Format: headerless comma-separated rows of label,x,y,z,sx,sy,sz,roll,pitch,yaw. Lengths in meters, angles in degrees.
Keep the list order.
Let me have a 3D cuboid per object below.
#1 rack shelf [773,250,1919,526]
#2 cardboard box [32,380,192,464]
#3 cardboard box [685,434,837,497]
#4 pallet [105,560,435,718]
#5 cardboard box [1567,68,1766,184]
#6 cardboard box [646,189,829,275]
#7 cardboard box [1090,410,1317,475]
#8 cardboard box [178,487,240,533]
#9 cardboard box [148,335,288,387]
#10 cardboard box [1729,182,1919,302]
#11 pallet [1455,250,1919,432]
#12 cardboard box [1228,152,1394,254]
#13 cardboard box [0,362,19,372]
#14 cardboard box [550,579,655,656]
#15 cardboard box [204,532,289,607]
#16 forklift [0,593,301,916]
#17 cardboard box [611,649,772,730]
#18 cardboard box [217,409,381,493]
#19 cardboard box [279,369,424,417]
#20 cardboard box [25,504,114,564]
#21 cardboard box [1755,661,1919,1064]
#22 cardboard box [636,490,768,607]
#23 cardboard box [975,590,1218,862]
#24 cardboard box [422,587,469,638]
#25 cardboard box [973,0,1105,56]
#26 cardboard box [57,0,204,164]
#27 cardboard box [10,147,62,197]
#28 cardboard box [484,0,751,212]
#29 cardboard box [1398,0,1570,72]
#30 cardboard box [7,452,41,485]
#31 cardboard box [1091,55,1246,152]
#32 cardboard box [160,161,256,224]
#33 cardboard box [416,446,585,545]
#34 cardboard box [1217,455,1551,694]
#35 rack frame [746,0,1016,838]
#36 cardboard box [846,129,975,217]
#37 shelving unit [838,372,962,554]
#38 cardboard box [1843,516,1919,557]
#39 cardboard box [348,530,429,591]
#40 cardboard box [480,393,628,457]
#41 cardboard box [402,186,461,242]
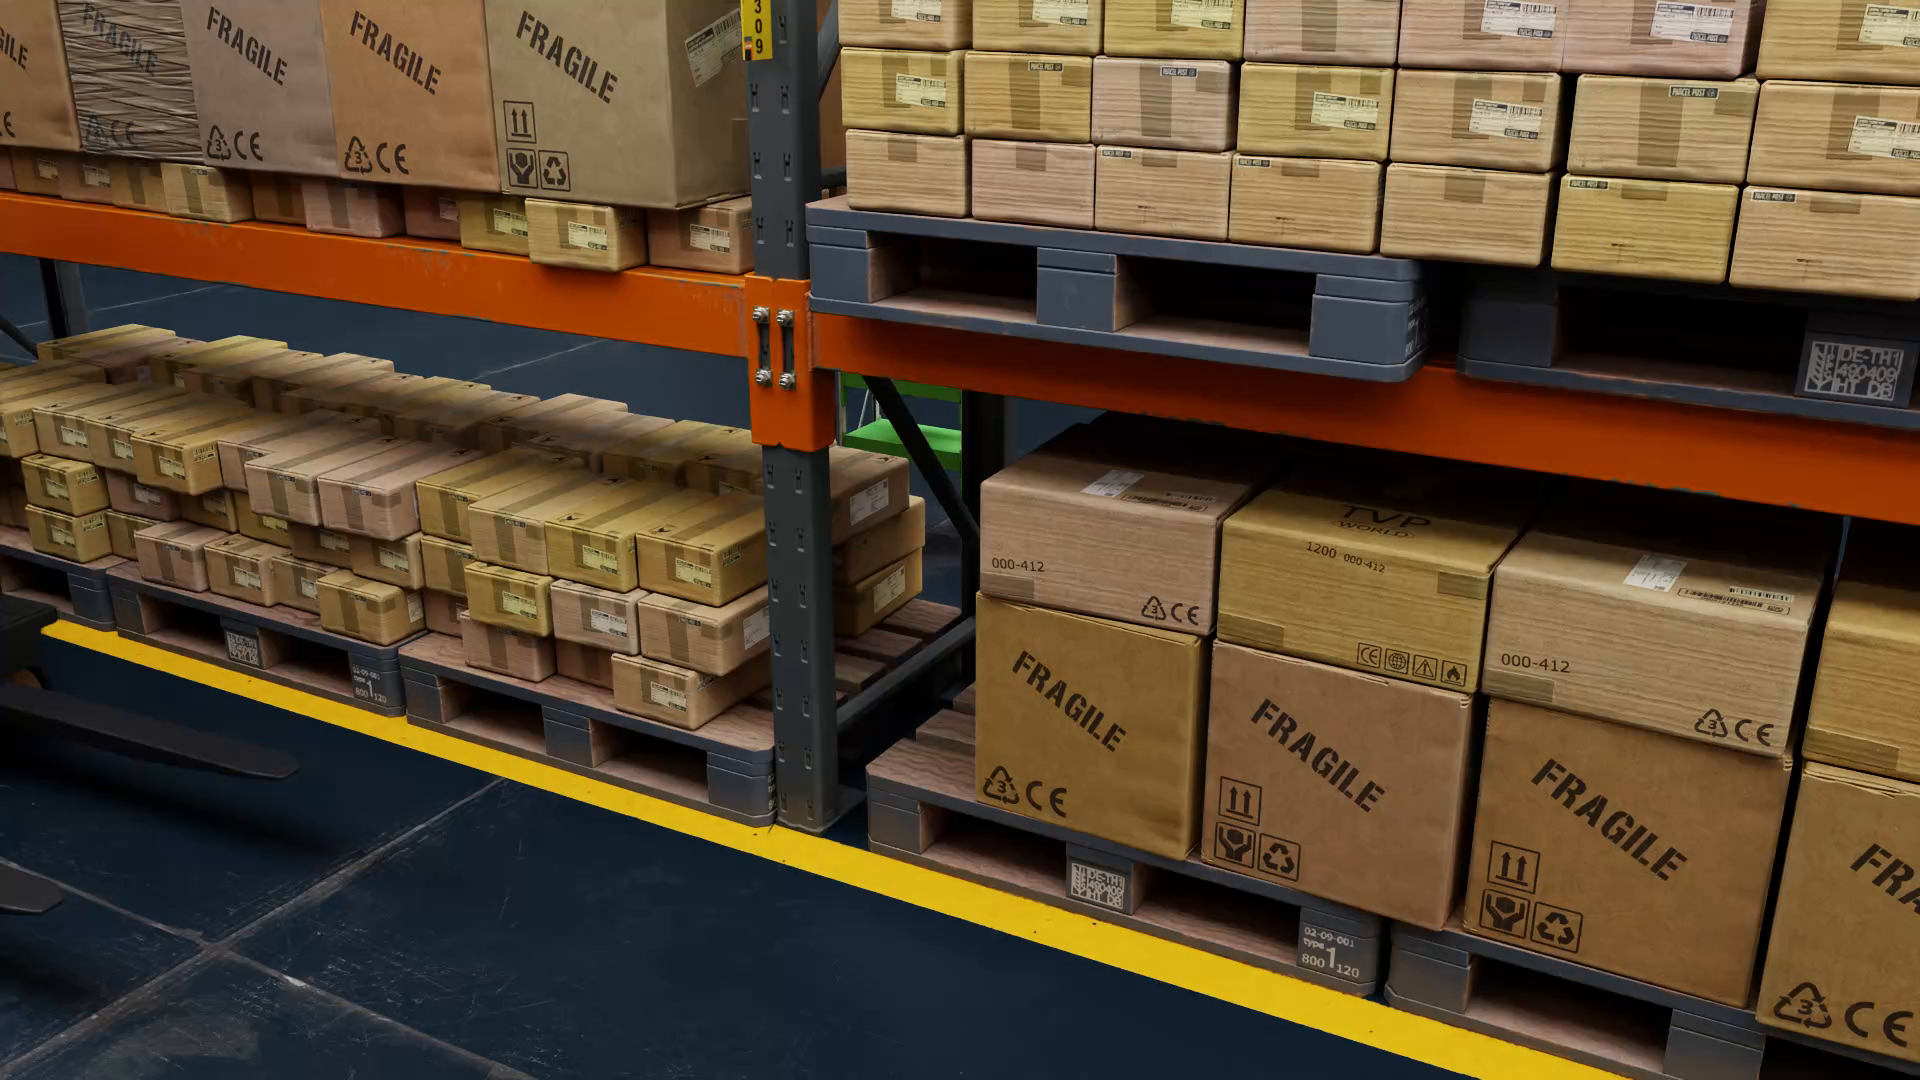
rack shelf,1.604,-0.195,3.059,4.000,0.370,1.077,11,23,27
cardboard box,-2.629,-0.373,5.187,0.250,0.149,0.380,10,22,25
cardboard box,-0.554,-0.185,4.669,0.250,0.149,0.380,12,23,30
pallet,-1.815,0.141,5.166,1.213,0.211,1.003,11,23,27
cardboard box,1.125,-0.666,2.618,0.250,0.149,0.380,10,22,26
cardboard box,-0.506,-0.725,3.834,0.250,0.149,0.380,11,22,27
cardboard box,0.631,-0.192,3.946,0.500,0.250,0.500,10,22,26
cardboard box,-2.128,-0.164,5.047,0.250,0.149,0.380,12,23,30
cardboard box,-2.569,-0.591,5.788,0.250,0.149,0.380,10,22,26
cardboard box,1.338,-0.484,2.554,0.250,0.149,0.380,10,22,25
pallet,1.602,-0.427,2.926,1.213,0.211,1.003,11,23,27
cardboard box,0.657,-0.613,2.910,0.250,0.149,0.380,11,23,28
cardboard box,-3.343,-0.480,5.481,0.250,0.149,0.380,10,22,25
cardboard box,-0.815,0.138,4.214,0.250,0.149,0.380,10,22,25
cardboard box,-1.976,0.048,4.900,0.250,0.149,0.380,11,23,27
forklift,-3.009,-0.769,3.687,3.031,2.935,1.130,9,22,24
cardboard box,-0.651,0.313,4.168,0.250,0.149,0.380,11,23,28
cardboard box,-1.918,-0.253,4.857,0.250,0.149,0.380,11,23,27
cardboard box,-1.936,-0.424,5.328,0.250,0.149,0.380,10,22,26
cardboard box,-2.675,-0.072,5.230,0.250,0.149,0.380,11,23,28
cardboard box,1.727,0.575,2.931,0.500,0.500,0.500,10,22,25
cardboard box,-0.580,0.016,4.115,0.250,0.149,0.380,12,23,29
cardboard box,0.373,0.314,3.651,0.500,0.500,0.500,12,23,29
cardboard box,-1.270,0.140,4.644,0.250,0.149,0.380,10,22,26
cardboard box,0.224,-0.978,3.042,0.250,0.149,0.380,11,23,29
cardboard box,-2.028,-1.311,4.498,0.500,0.500,0.500,10,22,26
cardboard box,-2.542,-1.116,4.911,0.250,0.149,0.380,11,22,27
cardboard box,-0.702,-1.049,3.775,0.500,0.500,0.500,11,23,27
cardboard box,0.887,-0.850,2.689,0.250,0.149,0.380,11,22,27
cardboard box,-2.834,-0.288,5.388,0.250,0.149,0.380,11,23,28
cardboard box,0.430,-0.797,2.980,0.250,0.149,0.380,11,23,29
cardboard box,-1.906,-0.964,4.492,0.250,0.149,0.380,11,23,28
cardboard box,-1.232,-0.121,4.491,0.250,0.149,0.380,12,23,29
cardboard box,0.840,0.049,3.282,0.500,0.250,0.500,11,23,29
rack frame,-0.142,-0.866,3.853,0.127,3.000,1.000,11,23,27
cardboard box,-0.023,-0.743,3.266,0.250,0.149,0.380,10,22,25
shelving unit,-0.145,-0.592,5.736,0.503,1.200,0.258,11,23,27
cardboard box,1.997,0.067,3.230,0.500,0.250,0.500,11,23,28
cardboard box,-1.460,-0.009,4.619,0.250,0.149,0.380,11,23,29
cardboard box,-1.220,-0.316,5.029,0.250,0.149,0.380,11,23,28
cardboard box,-1.180,-0.861,4.209,0.250,0.149,0.380,10,22,26
